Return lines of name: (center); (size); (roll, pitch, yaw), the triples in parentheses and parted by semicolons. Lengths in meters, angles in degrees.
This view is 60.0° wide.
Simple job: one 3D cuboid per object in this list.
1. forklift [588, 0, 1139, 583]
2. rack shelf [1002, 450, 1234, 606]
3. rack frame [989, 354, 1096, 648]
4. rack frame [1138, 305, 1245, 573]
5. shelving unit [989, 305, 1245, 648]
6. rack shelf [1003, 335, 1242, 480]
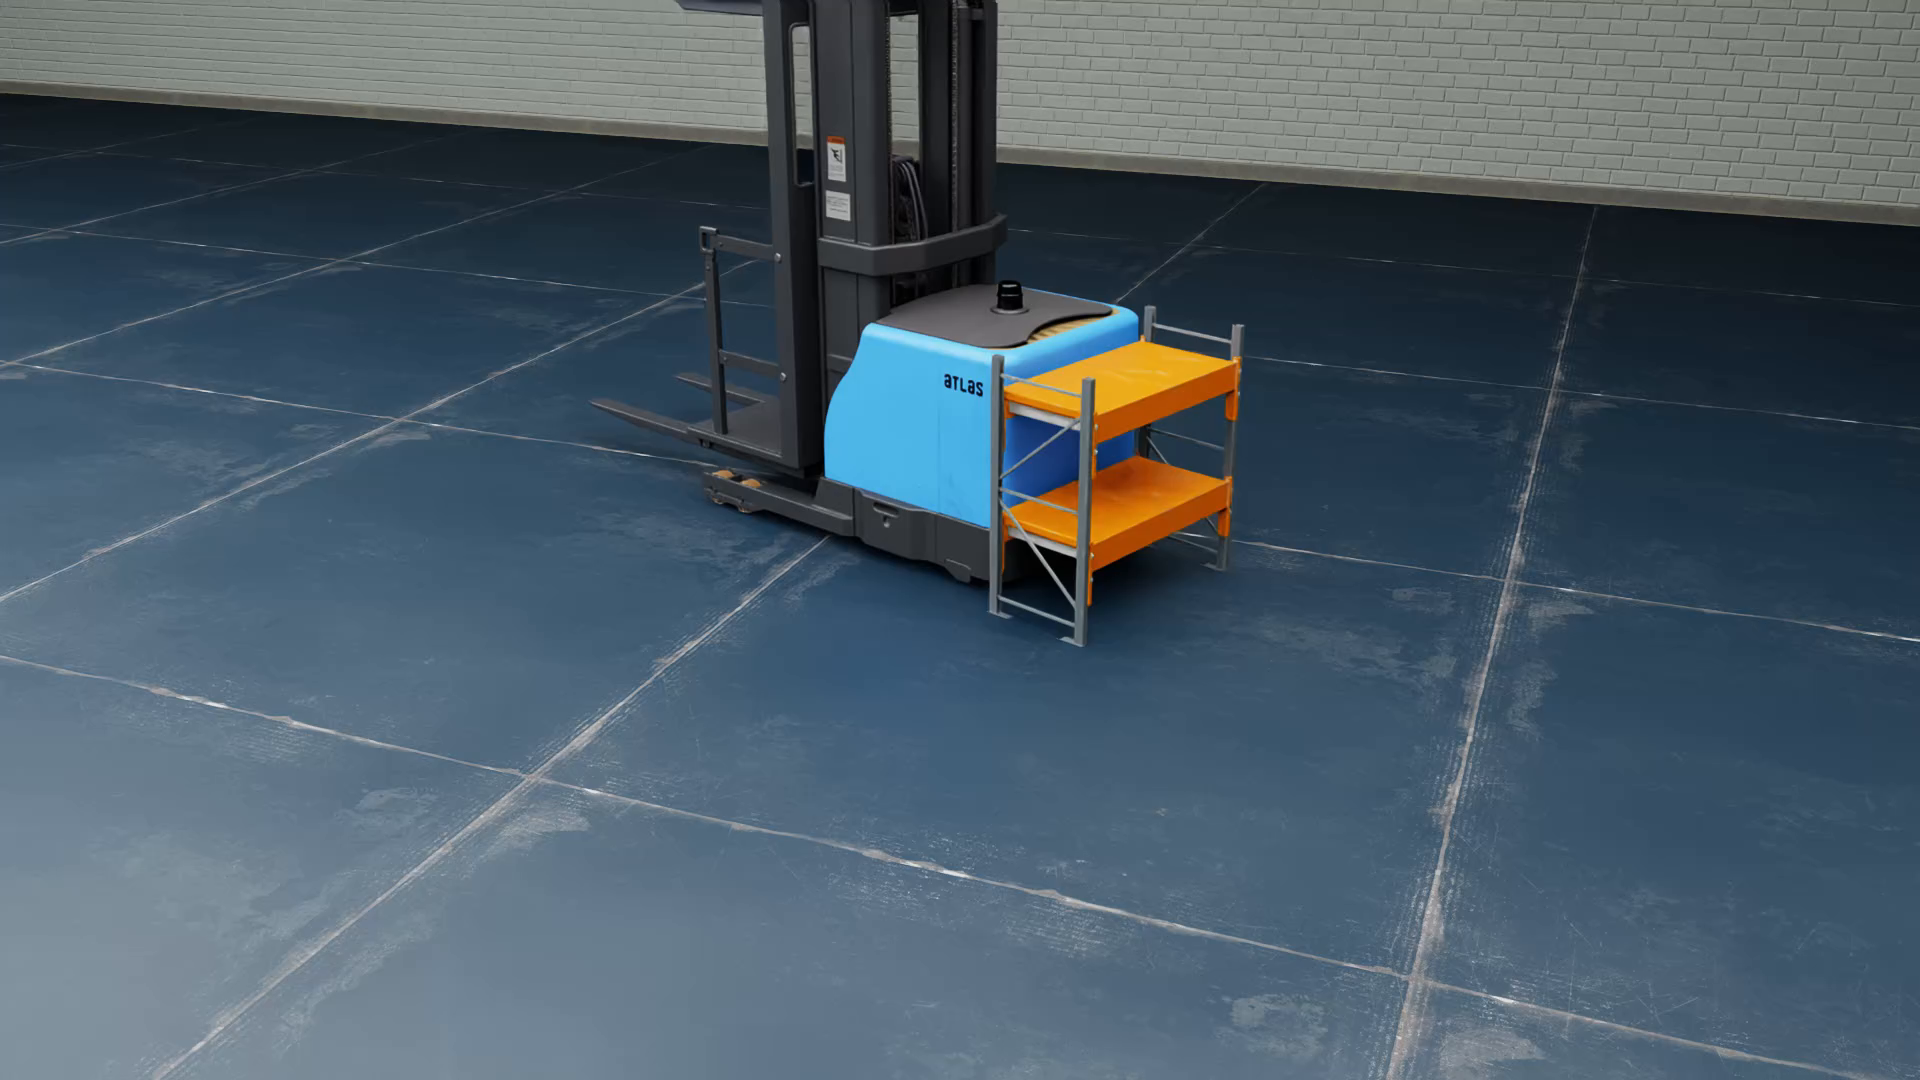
forklift: (-0.635, -1.617, 7.819); (3.031, 2.935, 1.130); (18, 29, 37)
rack shelf: (0.660, -0.071, 7.096); (0.538, 0.278, 1.000); (19, 29, 38)
rack frame: (0.318, -0.152, 6.654); (0.500, 1.125, 0.032); (19, 29, 38)
rack frame: (1.002, -0.442, 7.349); (0.500, 1.125, 0.032); (19, 29, 38)
shelving unit: (0.660, -0.297, 7.002); (0.538, 1.125, 1.048); (19, 29, 38)
rack shelf: (0.660, -0.567, 6.889); (0.538, 0.278, 1.000); (19, 29, 38)
